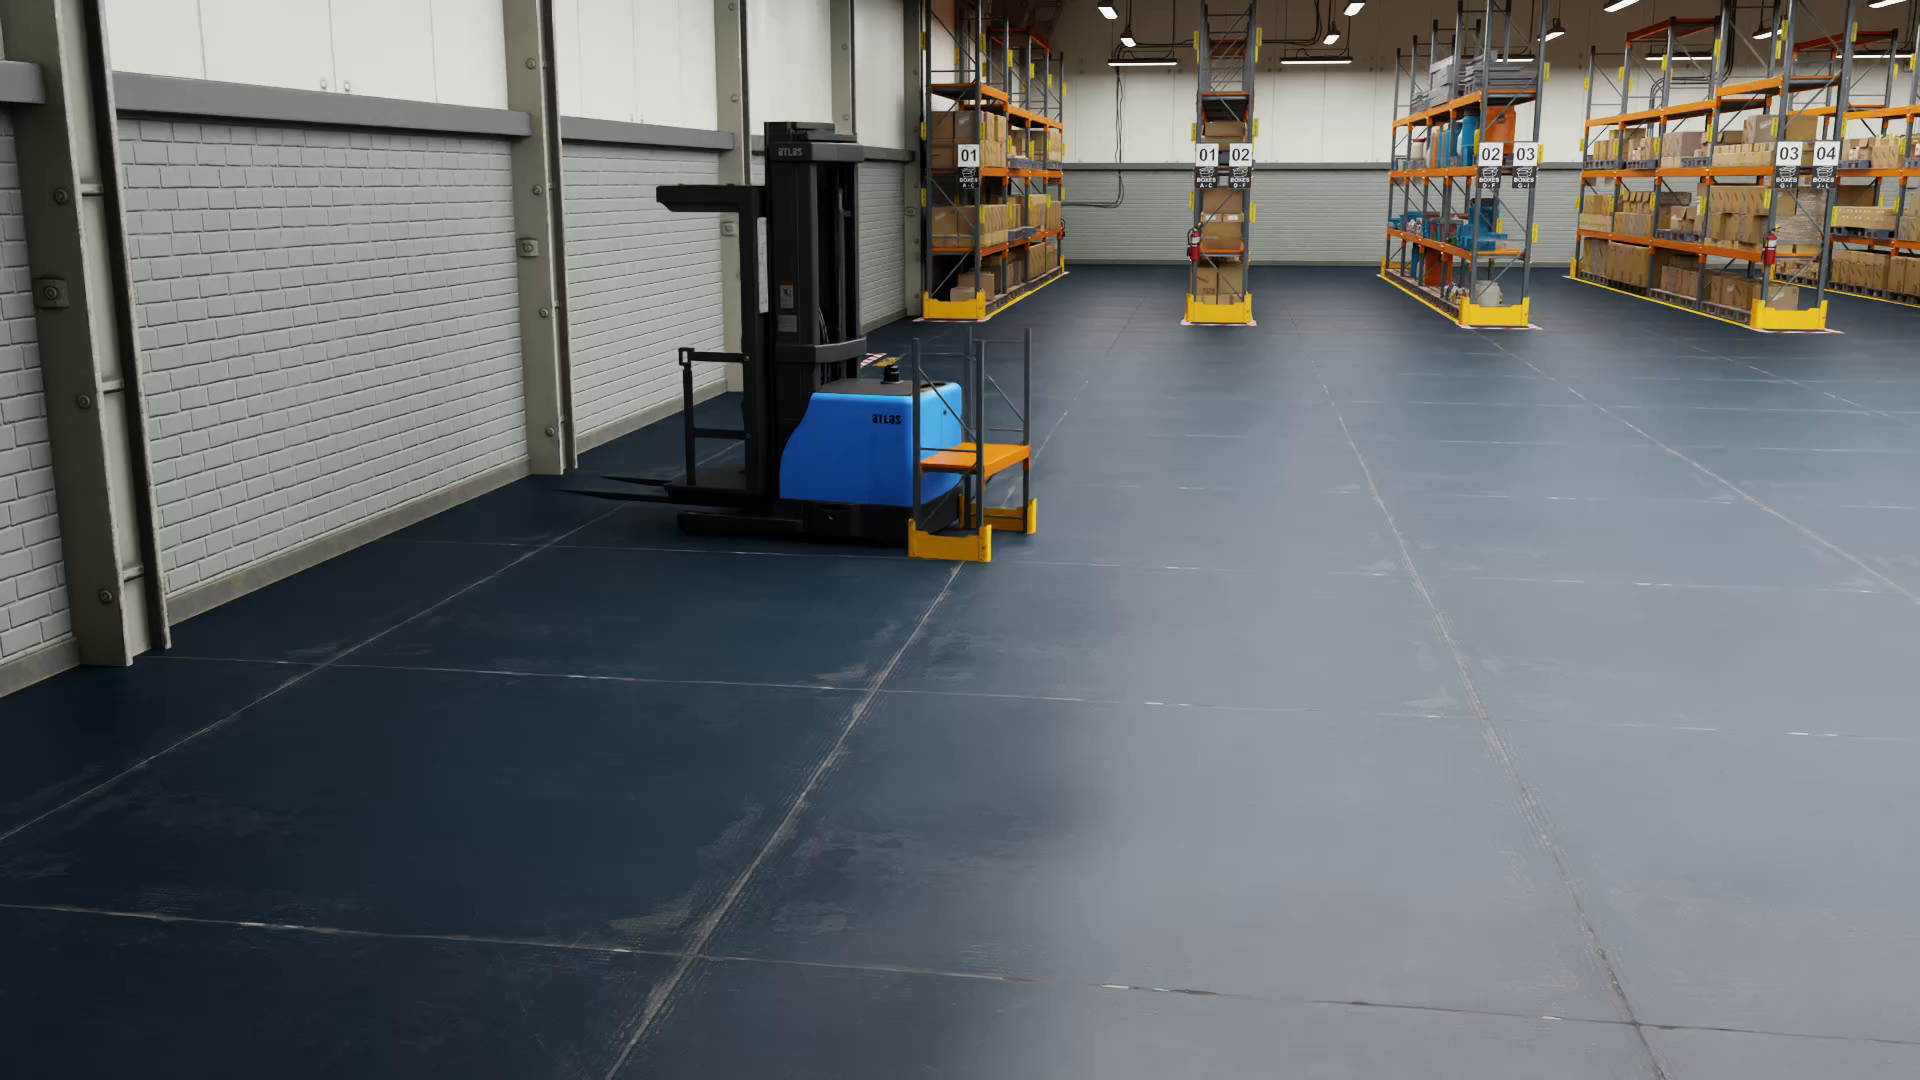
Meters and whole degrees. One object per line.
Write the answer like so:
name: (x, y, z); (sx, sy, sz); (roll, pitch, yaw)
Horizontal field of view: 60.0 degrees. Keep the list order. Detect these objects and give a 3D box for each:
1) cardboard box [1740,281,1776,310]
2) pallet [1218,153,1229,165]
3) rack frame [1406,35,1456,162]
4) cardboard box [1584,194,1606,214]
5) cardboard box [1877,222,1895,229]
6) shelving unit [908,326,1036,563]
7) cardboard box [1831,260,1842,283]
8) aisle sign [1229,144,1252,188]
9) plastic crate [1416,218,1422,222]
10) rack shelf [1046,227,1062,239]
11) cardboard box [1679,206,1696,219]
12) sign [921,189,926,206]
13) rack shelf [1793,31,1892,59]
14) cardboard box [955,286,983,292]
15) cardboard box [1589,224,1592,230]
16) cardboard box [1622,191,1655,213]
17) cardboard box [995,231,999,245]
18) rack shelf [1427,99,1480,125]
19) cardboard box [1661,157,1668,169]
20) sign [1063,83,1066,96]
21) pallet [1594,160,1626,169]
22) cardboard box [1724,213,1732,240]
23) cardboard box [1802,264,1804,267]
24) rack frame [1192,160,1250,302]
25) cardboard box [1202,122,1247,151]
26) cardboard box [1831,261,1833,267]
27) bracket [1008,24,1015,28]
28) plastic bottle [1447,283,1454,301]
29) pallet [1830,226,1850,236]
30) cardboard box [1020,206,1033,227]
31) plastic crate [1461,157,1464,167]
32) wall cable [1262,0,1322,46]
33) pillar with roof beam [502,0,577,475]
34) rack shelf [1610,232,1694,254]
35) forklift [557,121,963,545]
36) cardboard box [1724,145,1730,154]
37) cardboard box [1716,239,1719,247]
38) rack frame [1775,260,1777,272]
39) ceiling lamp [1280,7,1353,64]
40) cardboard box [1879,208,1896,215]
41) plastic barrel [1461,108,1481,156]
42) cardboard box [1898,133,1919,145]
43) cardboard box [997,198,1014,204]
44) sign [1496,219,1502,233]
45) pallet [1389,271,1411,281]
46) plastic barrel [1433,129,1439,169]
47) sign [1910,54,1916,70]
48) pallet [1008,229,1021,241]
cardboard box: (14.843, -4.547, 30.910); (0.500, 0.500, 0.500); (3, 13, 14)
pallet: (5.089, -7.325, 31.953); (1.003, 0.211, 1.213); (2, 12, 9)
rack frame: (11.508, -10.770, 40.610); (1.000, 3.000, 0.127); (2, 12, 9)
cardboard box: (16.600, -8.753, 43.361); (0.500, 0.500, 0.500); (2, 12, 7)
cardboard box: (20.294, -6.863, 36.318); (0.380, 0.149, 0.250); (2, 12, 10)
shelving unit: (0.100, -0.705, 11.706); (0.587, 1.500, 1.083); (4, 13, 20)
cardboard box: (20.912, -6.334, 39.199); (0.500, 0.500, 0.500); (2, 12, 11)
aisle sign: (5.062, -6.748, 30.016); (0.394, 0.787, 0.004); (2, 12, 9)
plastic crate: (11.925, -8.121, 42.695); (0.437, 0.282, 0.530); (2, 12, 9)
rack shelf: (2.027, -8.223, 44.739); (1.077, 0.370, 4.000); (2, 12, 9)
cardboard box: (15.757, -6.866, 35.497); (0.700, 0.500, 0.500); (4, 13, 17)
sign: (-0.672, -6.403, 31.088); (0.100, 0.325, 0.005); (2, 12, 9)
rack shelf: (21.595, -12.118, 40.680); (1.077, 0.370, 4.000); (2, 12, 9)
cardboard box: (0.157, -4.821, 32.583); (0.500, 0.311, 0.500); (3, 13, 13)
cardboard box: (16.442, -8.056, 42.852); (0.380, 0.149, 0.250); (2, 12, 8)
cardboard box: (16.312, -8.083, 39.763); (0.797, 0.503, 0.637); (2, 12, 7)
cardboard box: (0.492, -6.008, 33.061); (0.500, 0.250, 0.500); (2, 12, 9)
rack shelf: (10.586, -8.974, 34.932); (1.077, 0.370, 4.000); (2, 12, 9)
cardboard box: (15.464, -8.148, 35.918); (0.500, 0.250, 0.500); (2, 12, 10)
sign: (2.868, -12.399, 45.761); (0.100, 0.325, 0.005); (2, 12, 9)
pallet: (16.729, -9.524, 42.154); (1.003, 0.211, 1.213); (2, 12, 9)
cardboard box: (14.953, -5.904, 31.327); (0.875, 0.500, 0.500); (2, 12, 9)
cardboard box: (21.375, -6.854, 41.739); (0.380, 0.149, 0.250); (2, 12, 11)
rack frame: (4.769, -5.501, 30.399); (1.000, 3.000, 0.127); (2, 12, 9)
cardboard box: (4.862, -7.411, 30.568); (0.797, 0.503, 0.637); (3, 12, 13)
cardboard box: (21.085, -6.681, 40.230); (0.380, 0.149, 0.250); (2, 12, 10)
bracket: (1.259, -12.927, 42.072); (0.235, 0.232, 0.430); (2, 12, 9)
plastic bottle: (9.715, -4.899, 32.848); (0.144, 0.351, 0.185); (1, 12, 6)
pallet: (21.027, -7.247, 38.958); (1.003, 0.211, 1.213); (2, 12, 9)
cardboard box: (1.432, -7.623, 39.255); (0.500, 0.500, 0.500); (2, 12, 10)
plastic crate: (9.766, -7.216, 31.738); (0.336, 0.188, 0.450); (2, 12, 9)
wall cable: (9.288, -16.076, 49.817); (3.097, 2.526, 0.112); (2, 12, 9)
pillar with roof beam: (0.612, -4.881, 13.281); (9.100, 9.000, 0.400); (2, 12, 9)
rack shelf: (16.095, -6.909, 38.641); (1.077, 0.370, 4.000); (2, 12, 9)
forklift: (-1.548, -1.562, 12.283); (3.031, 2.935, 1.130); (4, 13, 19)
cardboard box: (14.781, -7.429, 31.633); (0.380, 0.149, 0.250); (2, 12, 9)
cardboard box: (14.750, -5.697, 31.906); (0.380, 0.149, 0.250); (2, 12, 9)
rack frame: (21.903, -8.328, 43.518); (1.000, 3.000, 0.127); (2, 12, 9)
ceiling lamp: (10.114, -15.095, 46.820); (2.000, 3.185, 0.800); (2, 12, 9)
cardboard box: (20.295, -7.153, 36.252); (0.380, 0.149, 0.250); (1, 12, 6)
plastic barrel: (10.019, -7.885, 32.156); (0.600, 0.901, 0.708); (2, 12, 9)
cardboard box: (20.478, -8.645, 35.813); (0.396, 0.266, 0.258); (2, 12, 9)
cardboard box: (1.046, -7.767, 38.092); (0.380, 0.149, 0.250); (0, 12, -1)
sign: (10.820, -6.288, 33.392); (0.100, 0.325, 0.005); (2, 12, 9)
pallet: (11.768, -6.884, 43.434); (1.003, 0.211, 1.213); (2, 12, 9)
plastic barrel: (10.452, -8.381, 35.625); (0.600, 0.830, 0.708); (2, 12, 9)
sign: (20.135, -10.106, 35.124); (0.100, 0.325, 0.005); (2, 12, 9)
pallet: (0.750, -6.554, 35.741); (1.003, 0.211, 1.213); (2, 12, 9)
